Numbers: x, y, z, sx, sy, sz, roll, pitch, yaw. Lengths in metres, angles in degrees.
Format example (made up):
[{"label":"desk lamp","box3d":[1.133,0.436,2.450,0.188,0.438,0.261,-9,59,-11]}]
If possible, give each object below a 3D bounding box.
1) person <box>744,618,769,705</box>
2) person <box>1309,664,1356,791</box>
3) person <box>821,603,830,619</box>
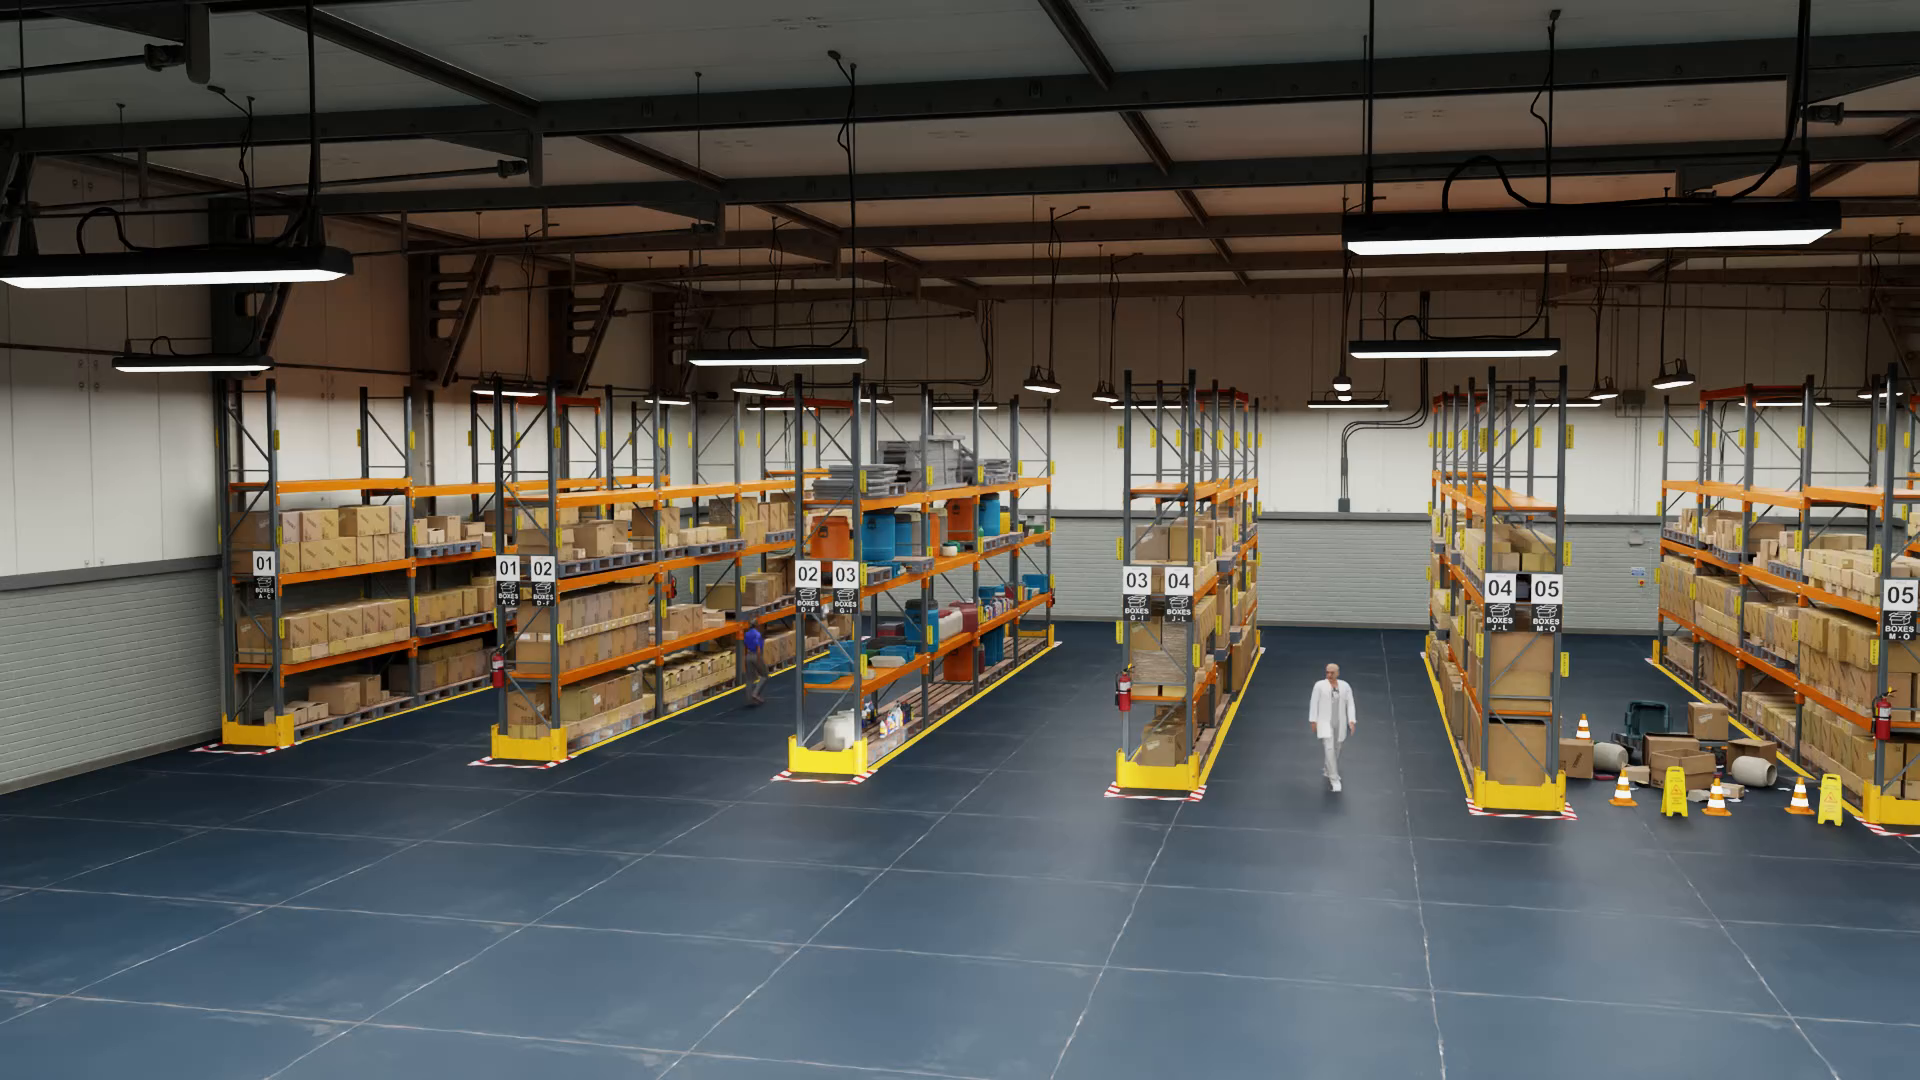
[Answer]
[{"label":"person","box3d":[-3.879,2.288,31.378,0.500,1.643,0.446,2,4,28]},{"label":"person","box3d":[5.405,2.679,24.050,0.603,1.739,0.949,0,3,-5]},{"label":"person","box3d":[-3.640,1.363,45.625,0.558,1.704,1.106,-2,4,-27]}]
